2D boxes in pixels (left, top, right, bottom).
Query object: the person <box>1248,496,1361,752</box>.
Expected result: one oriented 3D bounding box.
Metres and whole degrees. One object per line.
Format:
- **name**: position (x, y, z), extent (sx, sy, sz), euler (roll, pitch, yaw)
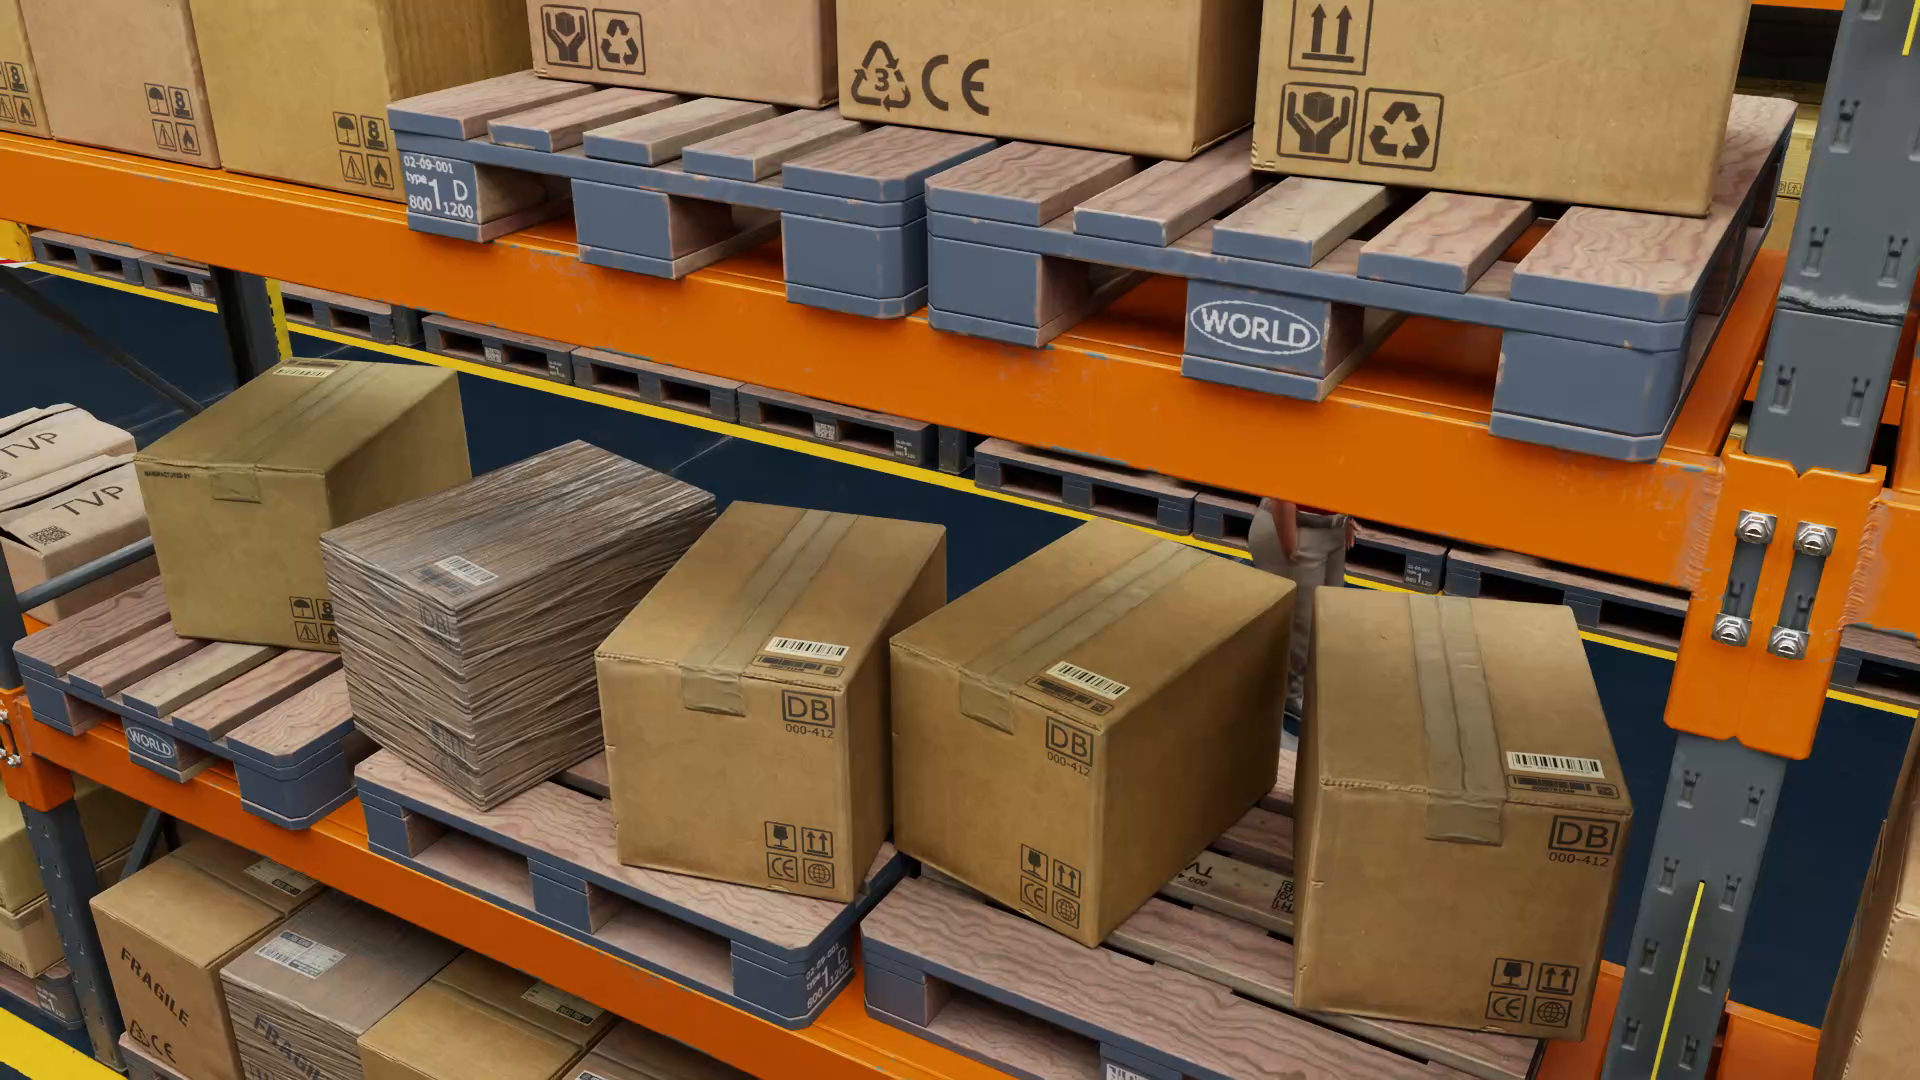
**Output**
- **person**: position (1.298, -0.023, 6.203), extent (0.343, 1.718, 0.534), euler (15, 30, 27)
